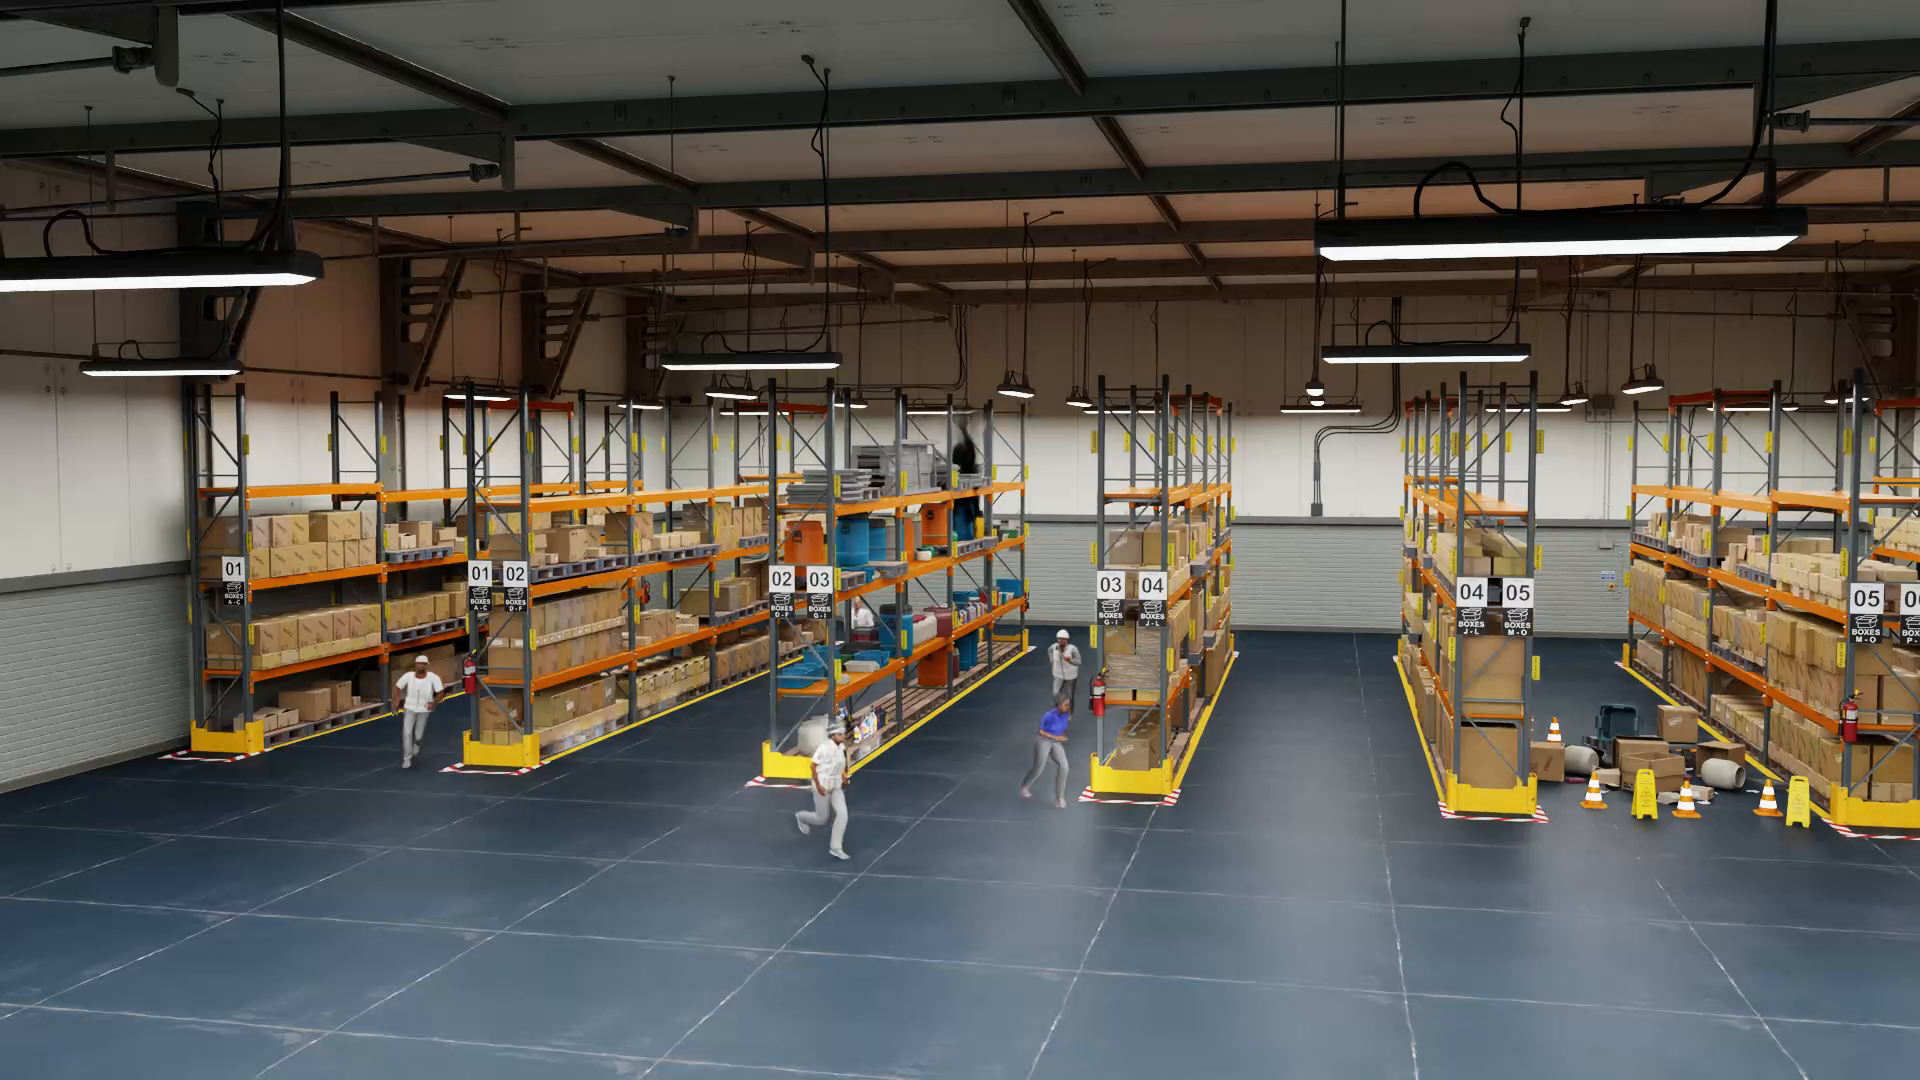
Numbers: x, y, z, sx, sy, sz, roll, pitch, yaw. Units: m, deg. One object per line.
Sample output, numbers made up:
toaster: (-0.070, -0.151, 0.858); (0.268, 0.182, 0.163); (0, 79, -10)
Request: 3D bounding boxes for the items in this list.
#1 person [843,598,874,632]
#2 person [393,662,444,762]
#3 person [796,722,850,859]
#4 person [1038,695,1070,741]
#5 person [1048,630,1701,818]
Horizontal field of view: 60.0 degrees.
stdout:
person: (-2.188, 2.062, 35.509); (0.711, 1.671, 0.737); (1, 3, 13)
person: (-8.485, 2.636, 26.071); (0.749, 1.607, 0.667); (-1, 3, -14)
person: (-1.653, 3.040, 20.377); (0.845, 1.678, 0.544); (3, 4, 39)
person: (1.361, 2.523, 23.003); (0.617, 0.603, 0.477); (-3, 4, -43)
person: (-2.127, 0.745, 22.053); (23.575, 6.000, 17.030); (1, 3, 12)
